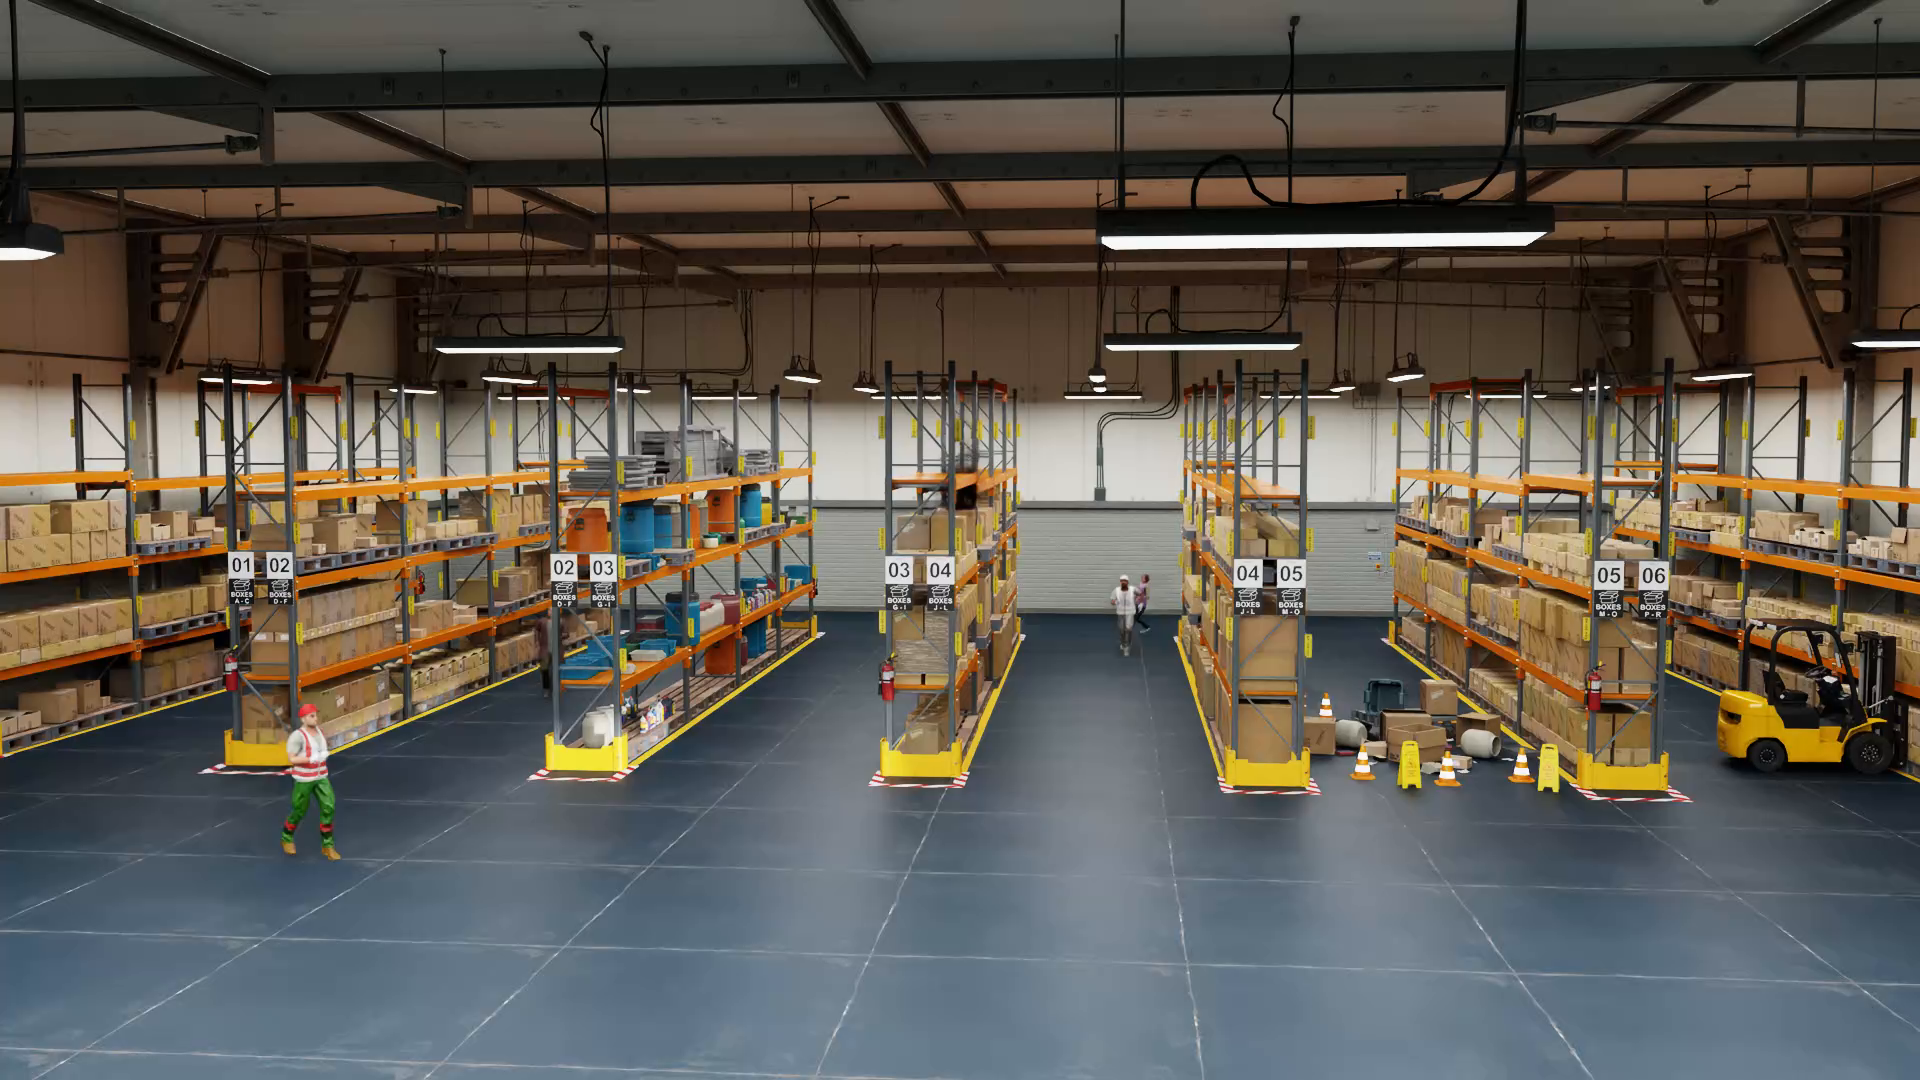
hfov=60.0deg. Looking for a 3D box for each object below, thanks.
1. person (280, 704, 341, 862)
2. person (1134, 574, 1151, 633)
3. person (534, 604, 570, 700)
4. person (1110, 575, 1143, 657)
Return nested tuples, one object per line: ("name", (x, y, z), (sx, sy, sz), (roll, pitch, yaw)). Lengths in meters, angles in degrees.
("person", (-7.603, 2.820, 19.379), (0.836, 1.846, 0.661), (2, 4, 29))
("person", (4.344, 1.592, 40.359), (0.737, 1.528, 0.643), (-2, 4, -22))
("person", (-7.610, 2.087, 30.950), (0.683, 1.782, 0.733), (0, 4, -6))
("person", (3.704, 1.681, 37.024), (0.695, 1.825, 0.916), (1, 4, 16))
